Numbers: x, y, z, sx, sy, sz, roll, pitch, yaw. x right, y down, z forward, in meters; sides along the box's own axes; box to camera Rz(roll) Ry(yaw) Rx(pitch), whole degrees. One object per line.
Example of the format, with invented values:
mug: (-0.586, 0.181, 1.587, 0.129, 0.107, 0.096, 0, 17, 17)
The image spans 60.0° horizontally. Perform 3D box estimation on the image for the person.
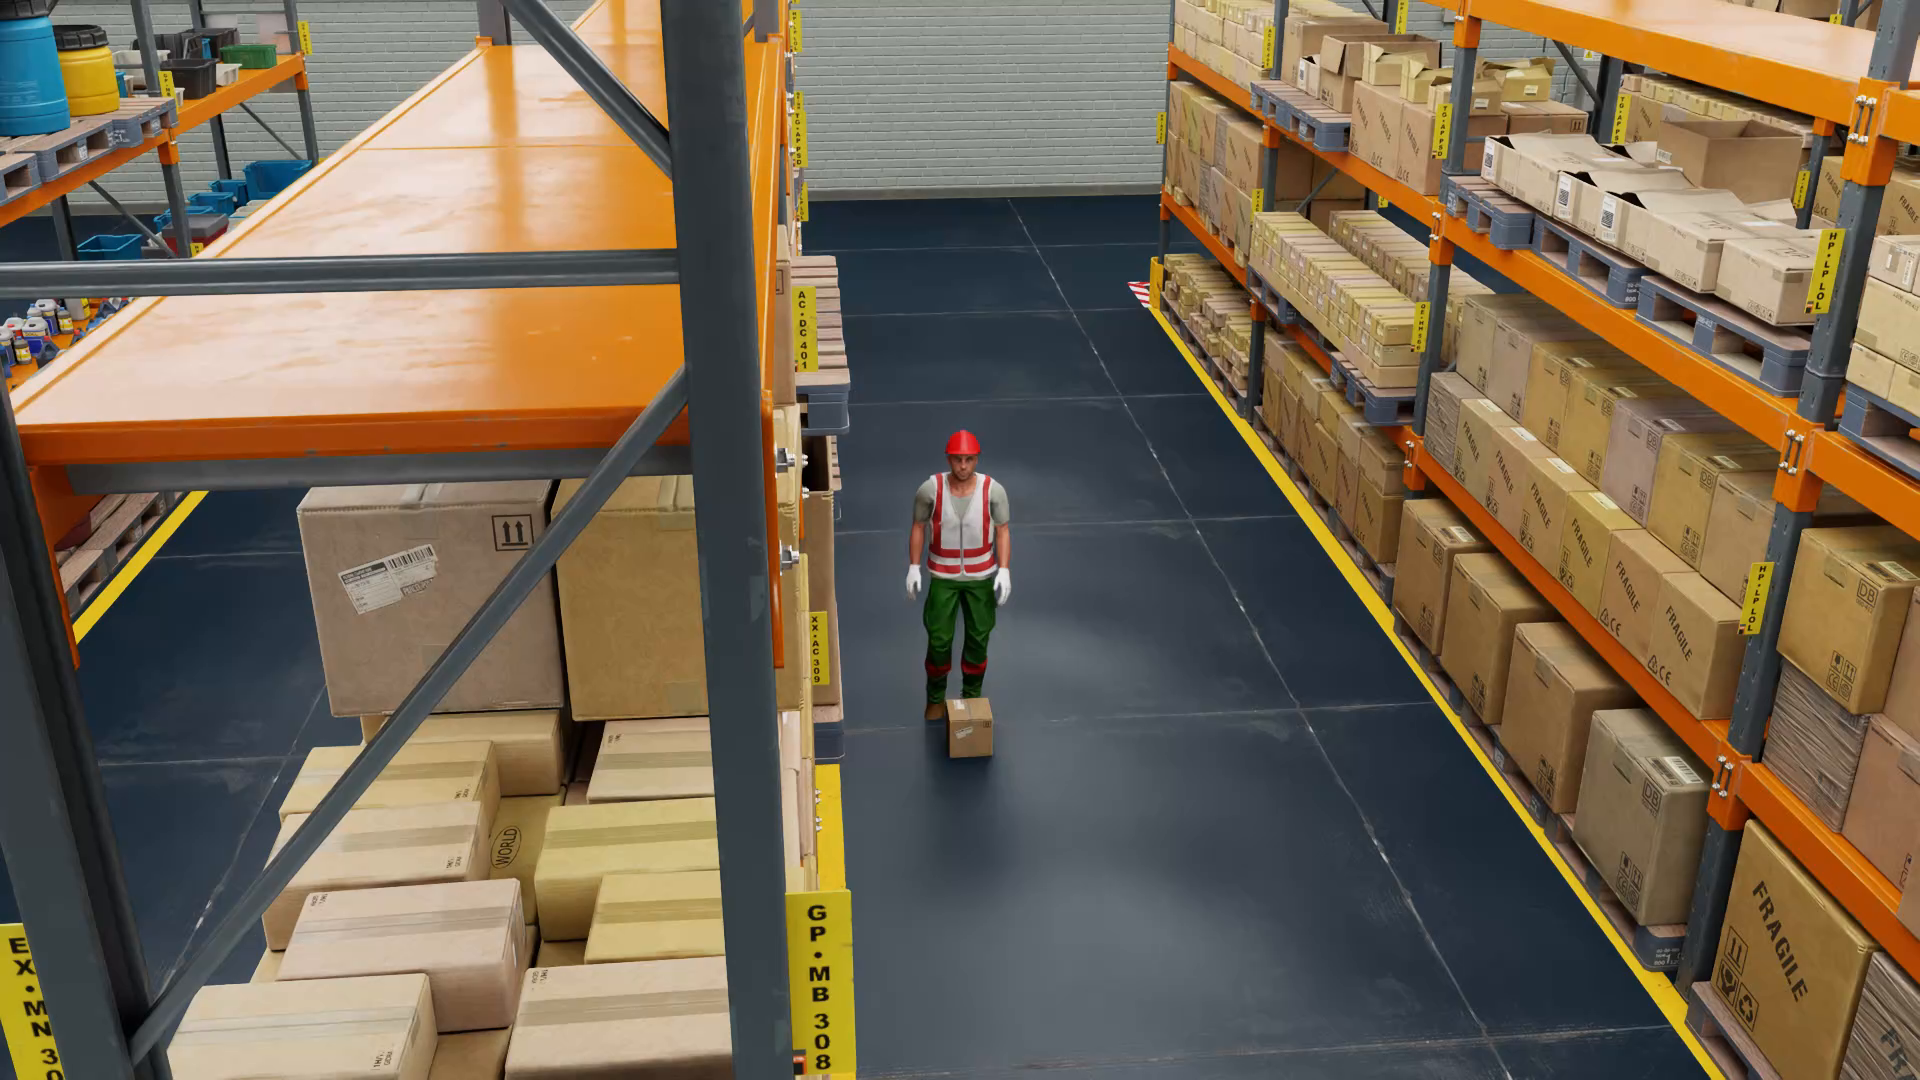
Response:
person: (-0.009, 0.254, 9.810, 0.616, 1.860, 0.422, -2, 24, -4)
